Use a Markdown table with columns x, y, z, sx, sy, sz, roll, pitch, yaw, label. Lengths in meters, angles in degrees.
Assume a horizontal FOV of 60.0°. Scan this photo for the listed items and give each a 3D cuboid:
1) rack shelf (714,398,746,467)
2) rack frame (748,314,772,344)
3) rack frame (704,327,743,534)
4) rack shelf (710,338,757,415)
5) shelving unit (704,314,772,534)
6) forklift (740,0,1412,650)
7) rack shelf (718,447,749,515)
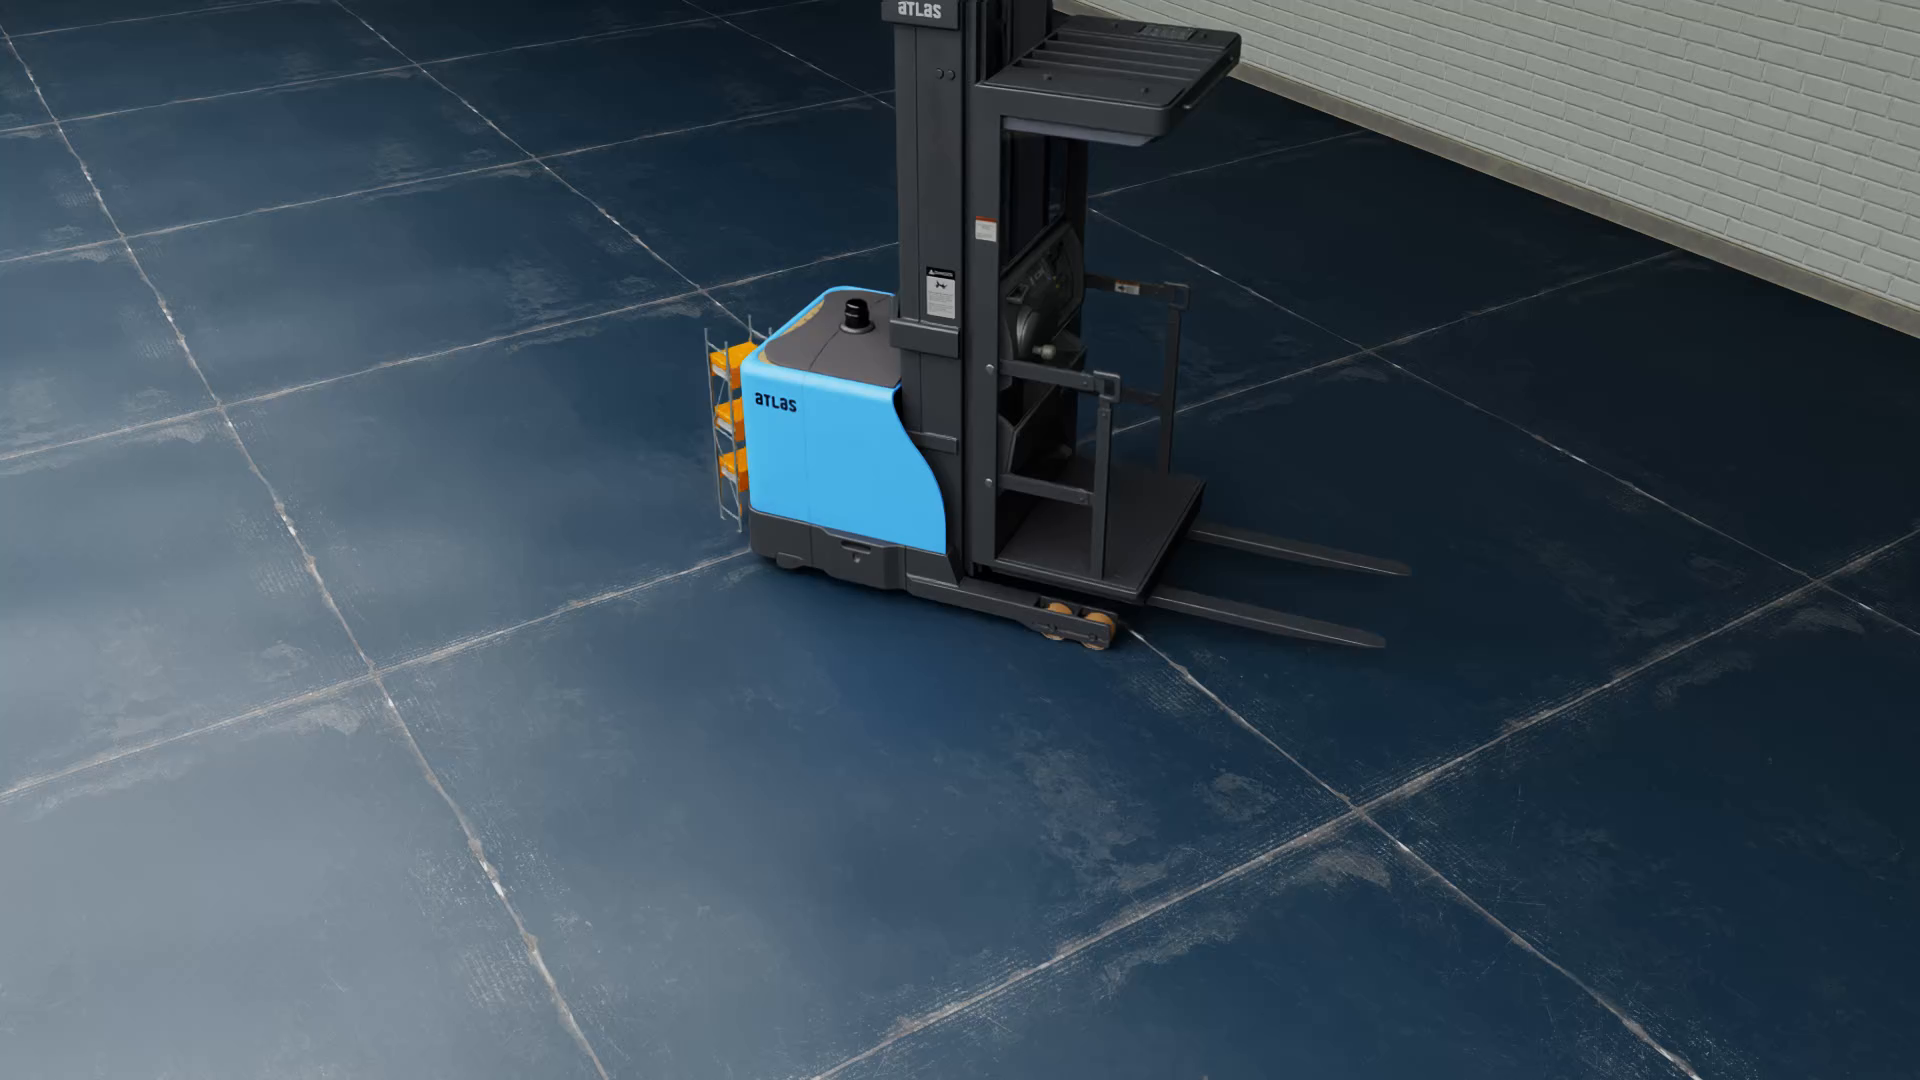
| x | y | z | sx | sy | sz | roll | pitch | yaw | label |
| --- | --- | --- | --- | --- | --- | --- | --- | --- | --- |
| -1.052 | -0.549 | 8.154 | 0.240 | 0.259 | 0.215 | -22 | 38 | -32 | rack shelf |
| -0.956 | -0.598 | 8.212 | 0.008 | 1.050 | 0.200 | -22 | 38 | -32 | rack frame |
| -1.148 | -0.518 | 8.084 | 0.008 | 1.050 | 0.200 | -22 | 38 | -32 | rack frame |
| -1.051 | -0.790 | 8.004 | 0.240 | 0.259 | 0.215 | -22 | 38 | -32 | rack shelf |
| -1.052 | -0.558 | 8.148 | 0.252 | 1.050 | 0.215 | -22 | 38 | -32 | shelving unit |
| 0.550 | -1.069 | 7.197 | 3.031 | 2.935 | 1.130 | 13 | 34 | 19 | forklift |
| -1.052 | -0.313 | 8.301 | 0.240 | 0.259 | 0.215 | -22 | 38 | -32 | rack shelf |
